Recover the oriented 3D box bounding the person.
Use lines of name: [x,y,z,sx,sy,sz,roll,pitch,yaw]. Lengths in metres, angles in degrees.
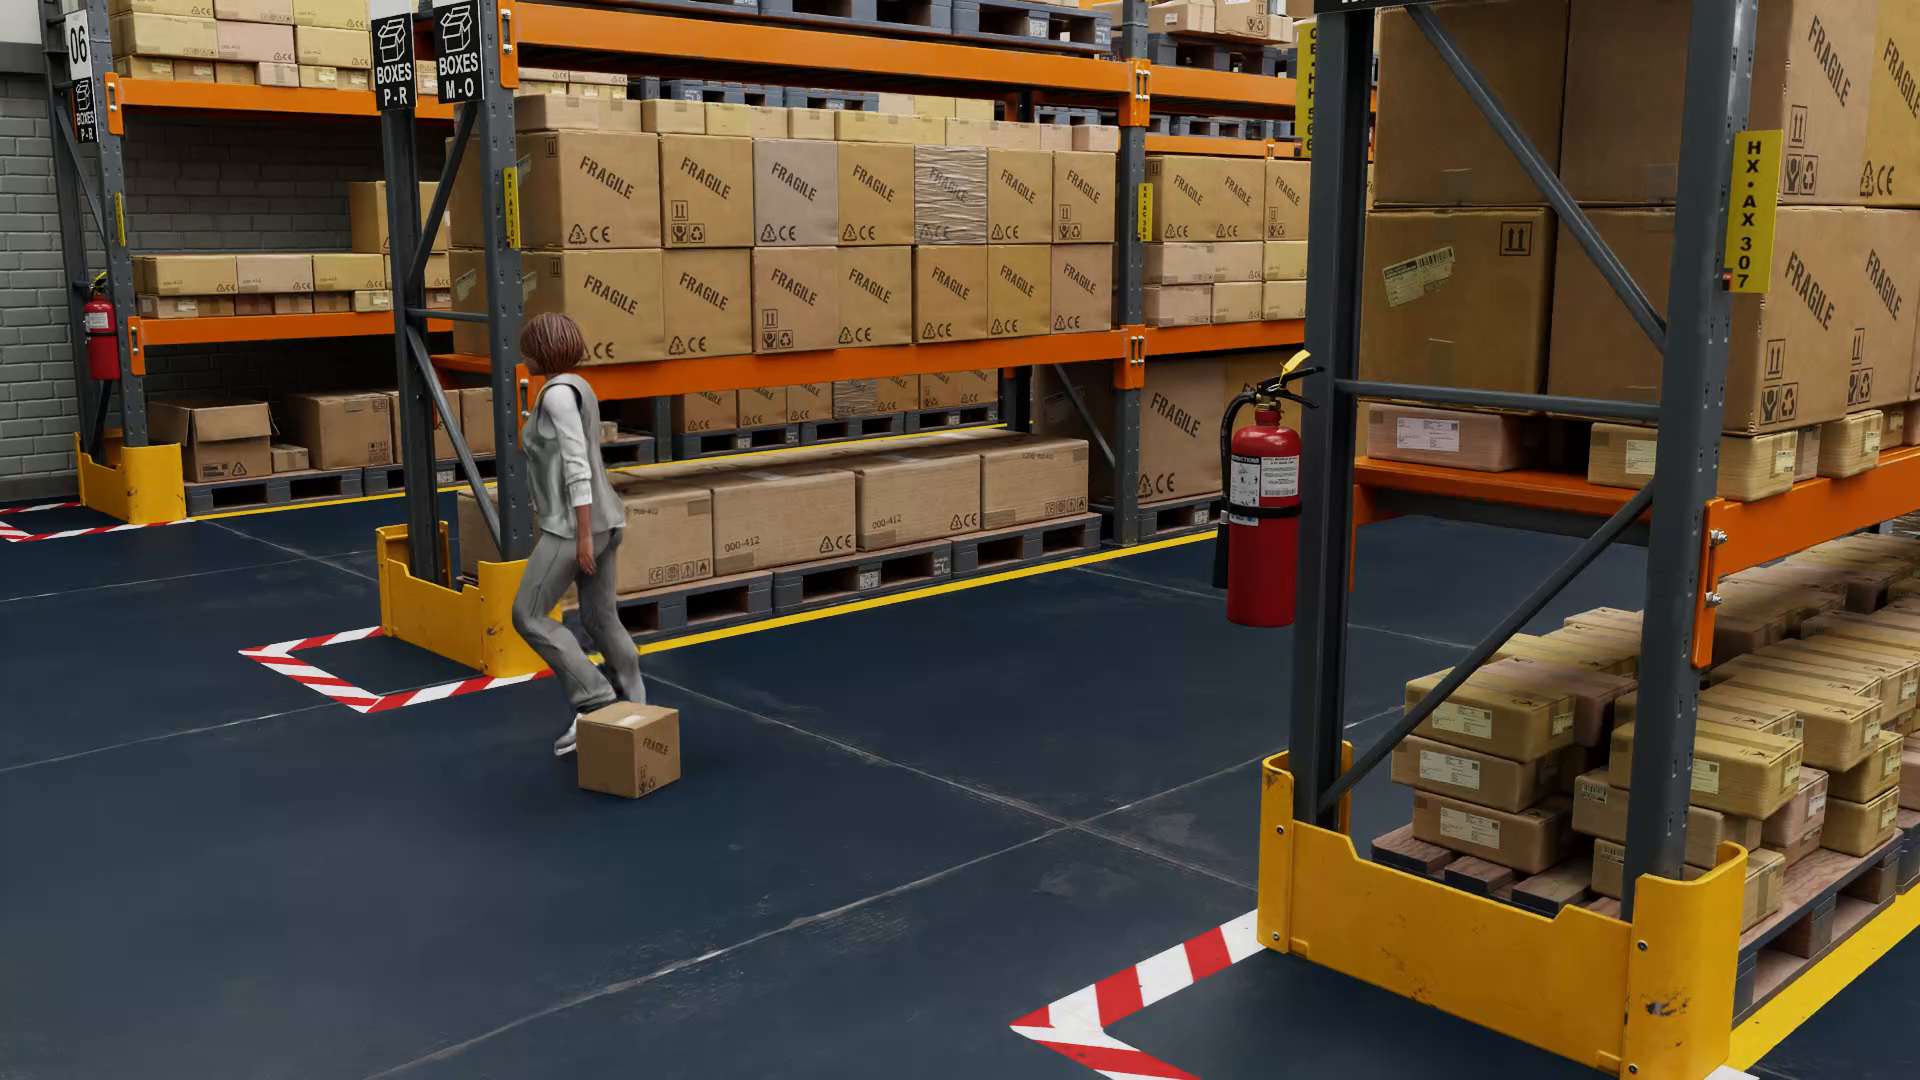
person: [-1.349,-0.022,5.980,0.475,1.580,0.442,1,11,4]
